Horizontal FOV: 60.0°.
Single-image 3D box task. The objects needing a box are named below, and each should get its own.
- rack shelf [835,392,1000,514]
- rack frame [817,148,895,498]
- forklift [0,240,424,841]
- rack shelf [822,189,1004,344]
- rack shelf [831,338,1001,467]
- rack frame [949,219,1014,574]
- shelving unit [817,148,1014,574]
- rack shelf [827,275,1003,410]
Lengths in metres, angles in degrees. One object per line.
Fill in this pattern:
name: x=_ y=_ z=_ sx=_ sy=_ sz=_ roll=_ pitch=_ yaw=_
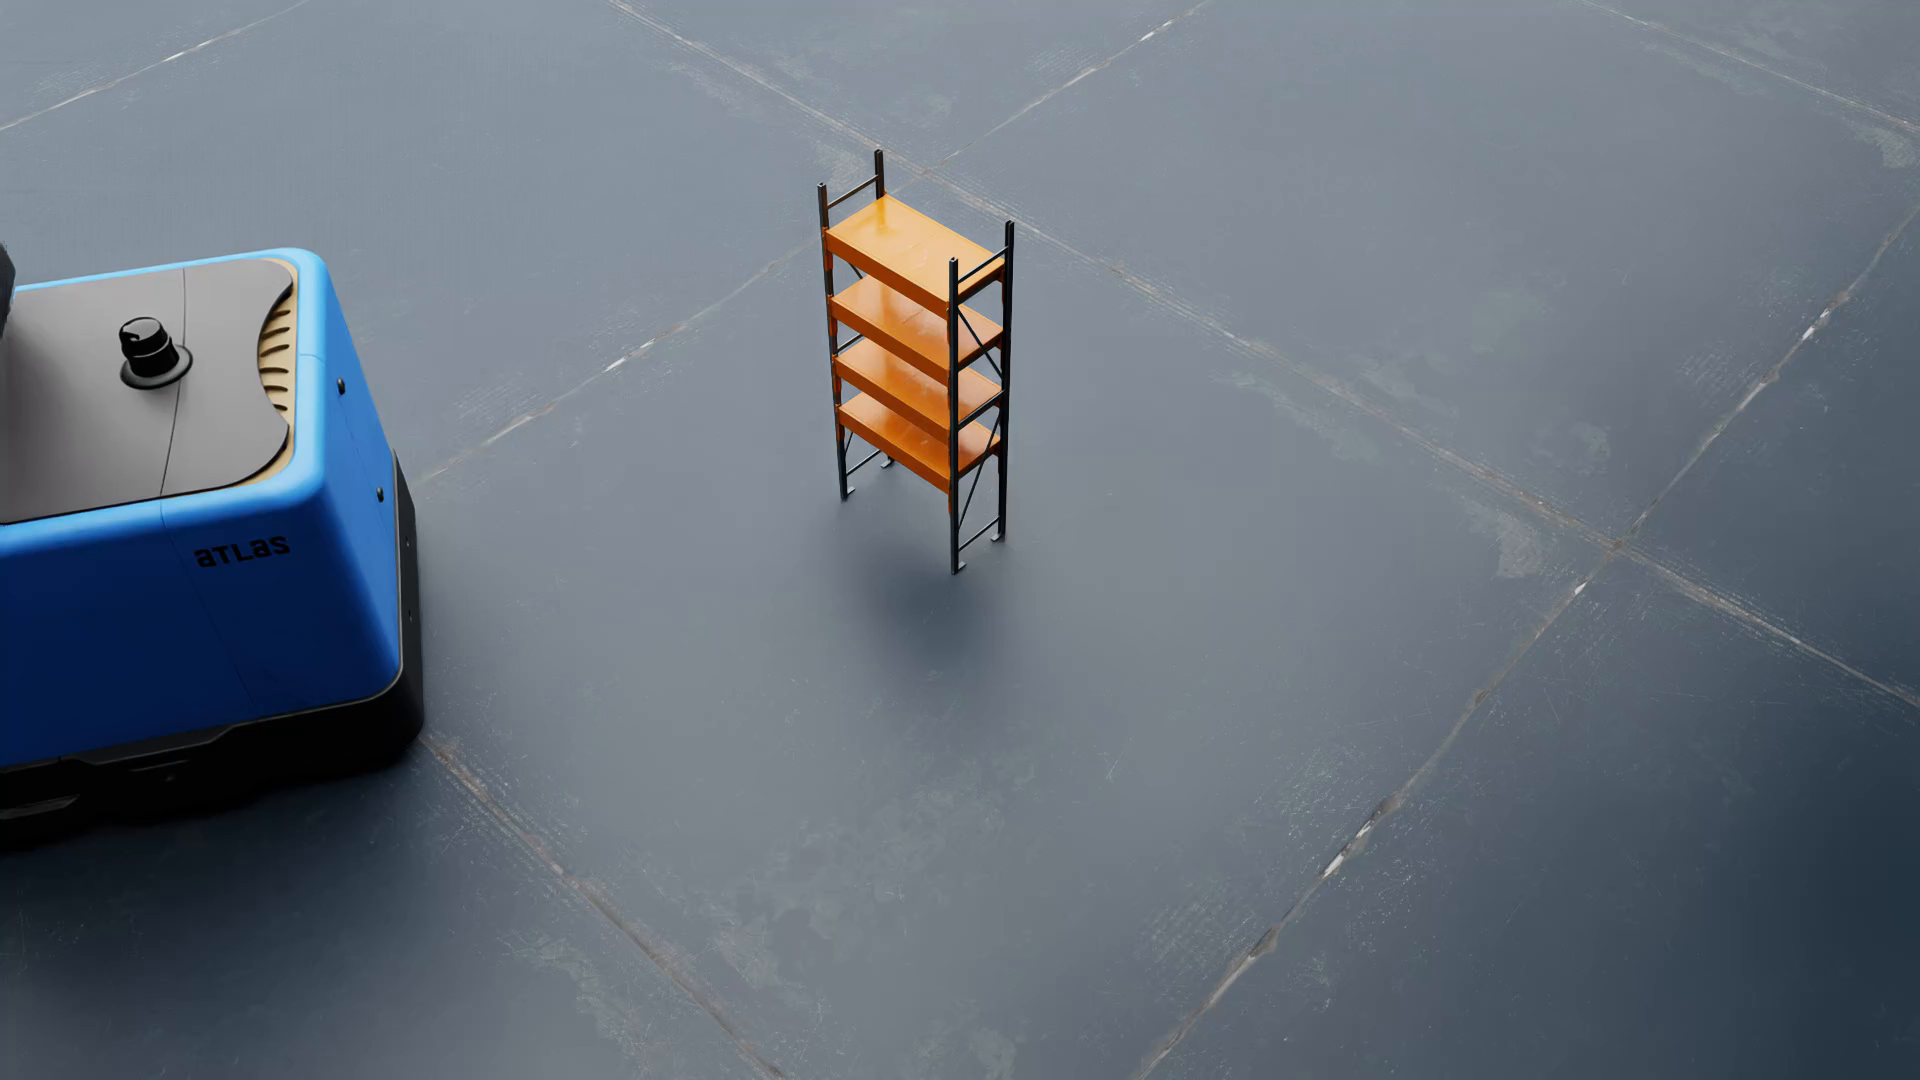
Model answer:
rack shelf: x=-0.122 y=-0.311 z=5.083 sx=0.480 sy=0.148 sz=0.258 roll=34 pitch=55 yaw=28
rack frame: x=-0.301 y=-0.613 z=5.003 sx=0.015 sy=1.200 sz=0.240 roll=34 pitch=55 yaw=28
forklift: x=-3.080 y=-0.475 z=3.686 sx=3.031 sy=2.935 sz=1.130 roll=-11 pitch=48 yaw=-10
rack shelf: x=-0.122 y=-0.762 z=4.603 sx=0.480 sy=0.148 sz=0.258 roll=34 pitch=55 yaw=28
rack shelf: x=-0.122 y=-0.446 z=4.938 sx=0.480 sy=0.148 sz=0.258 roll=34 pitch=55 yaw=28
rack frame: x=0.058 y=-0.372 z=4.776 sx=0.015 sy=1.200 sz=0.240 roll=34 pitch=55 yaw=28
shelving unit: x=-0.122 y=-0.493 z=4.889 sx=0.503 sy=1.200 sz=0.258 roll=34 pitch=55 yaw=28
rack shelf: x=-0.122 y=-0.600 z=4.775 sx=0.480 sy=0.148 sz=0.258 roll=34 pitch=55 yaw=28
